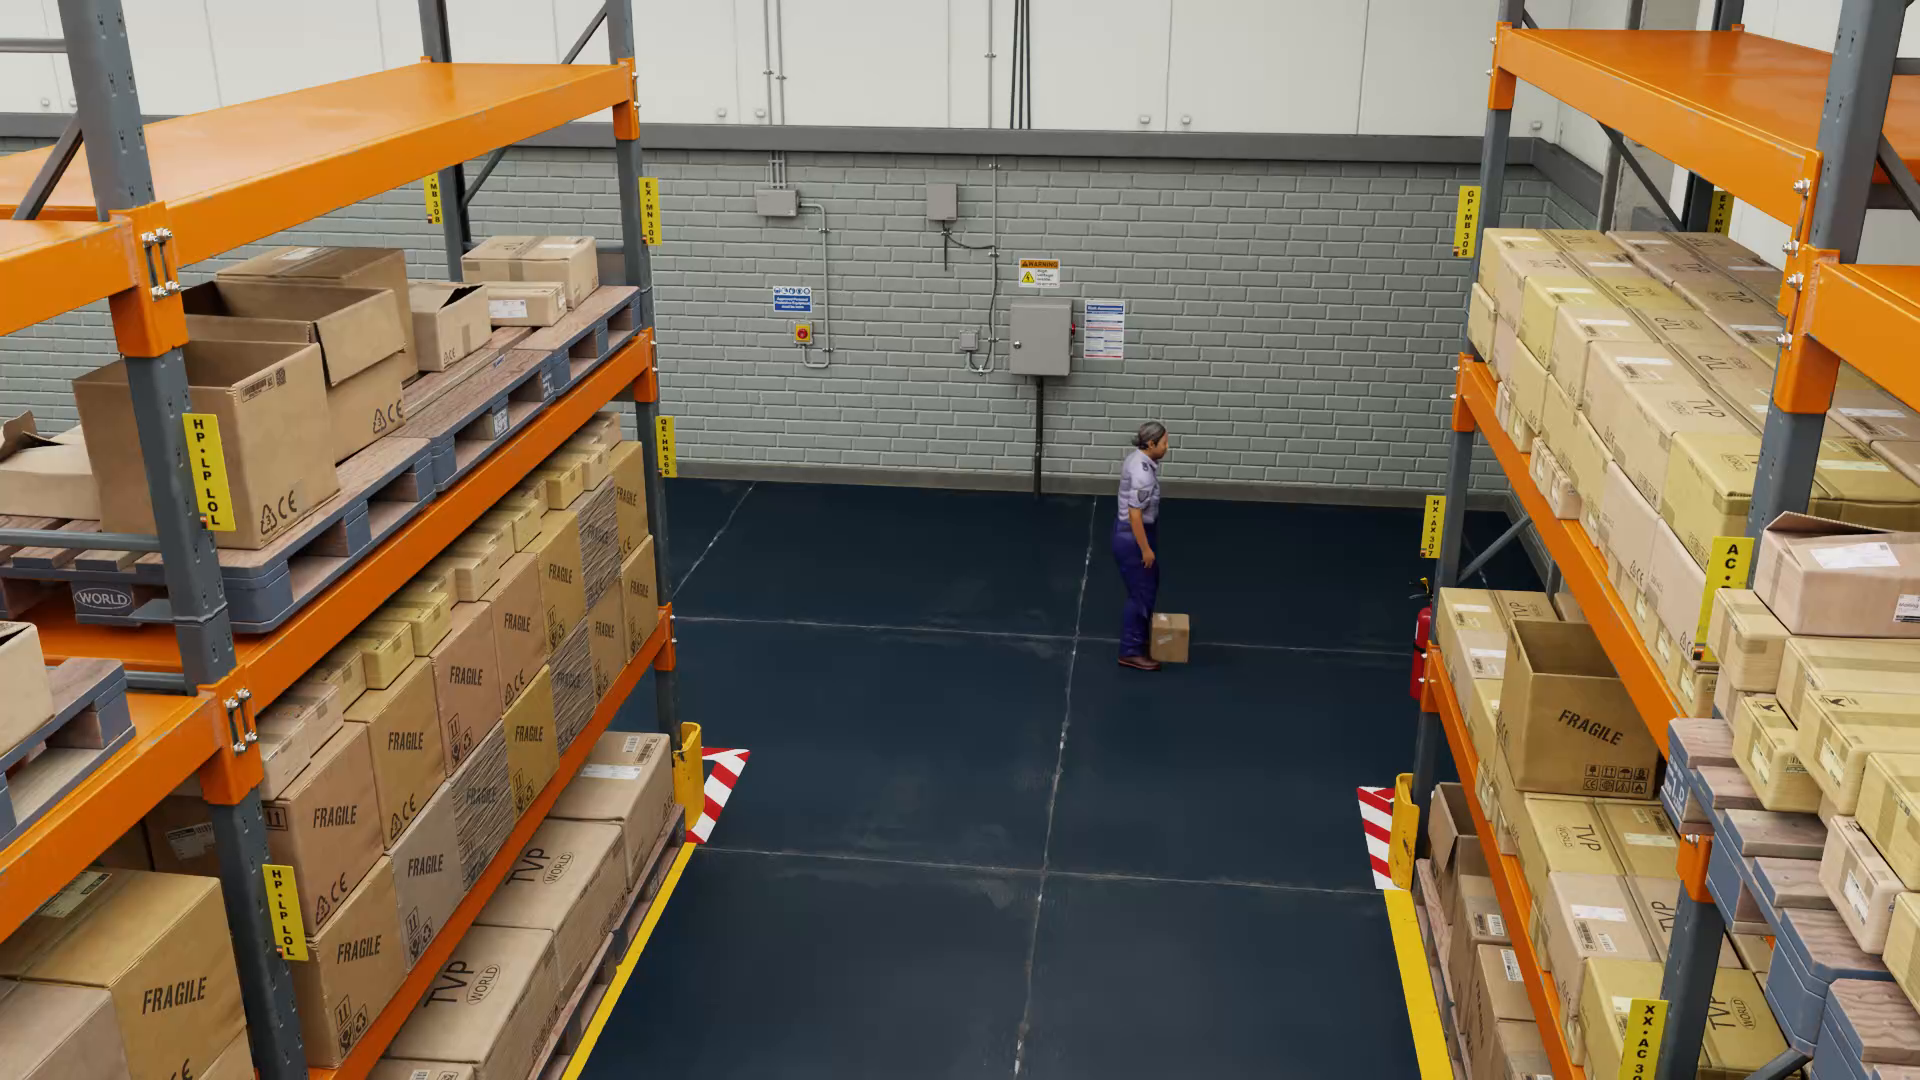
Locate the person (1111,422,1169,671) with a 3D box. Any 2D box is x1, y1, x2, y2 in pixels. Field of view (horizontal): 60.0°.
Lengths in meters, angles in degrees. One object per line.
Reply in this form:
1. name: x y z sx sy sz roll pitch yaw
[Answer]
1. person: 1.225 0.012 11.064 0.410 1.652 0.538 2 21 5
